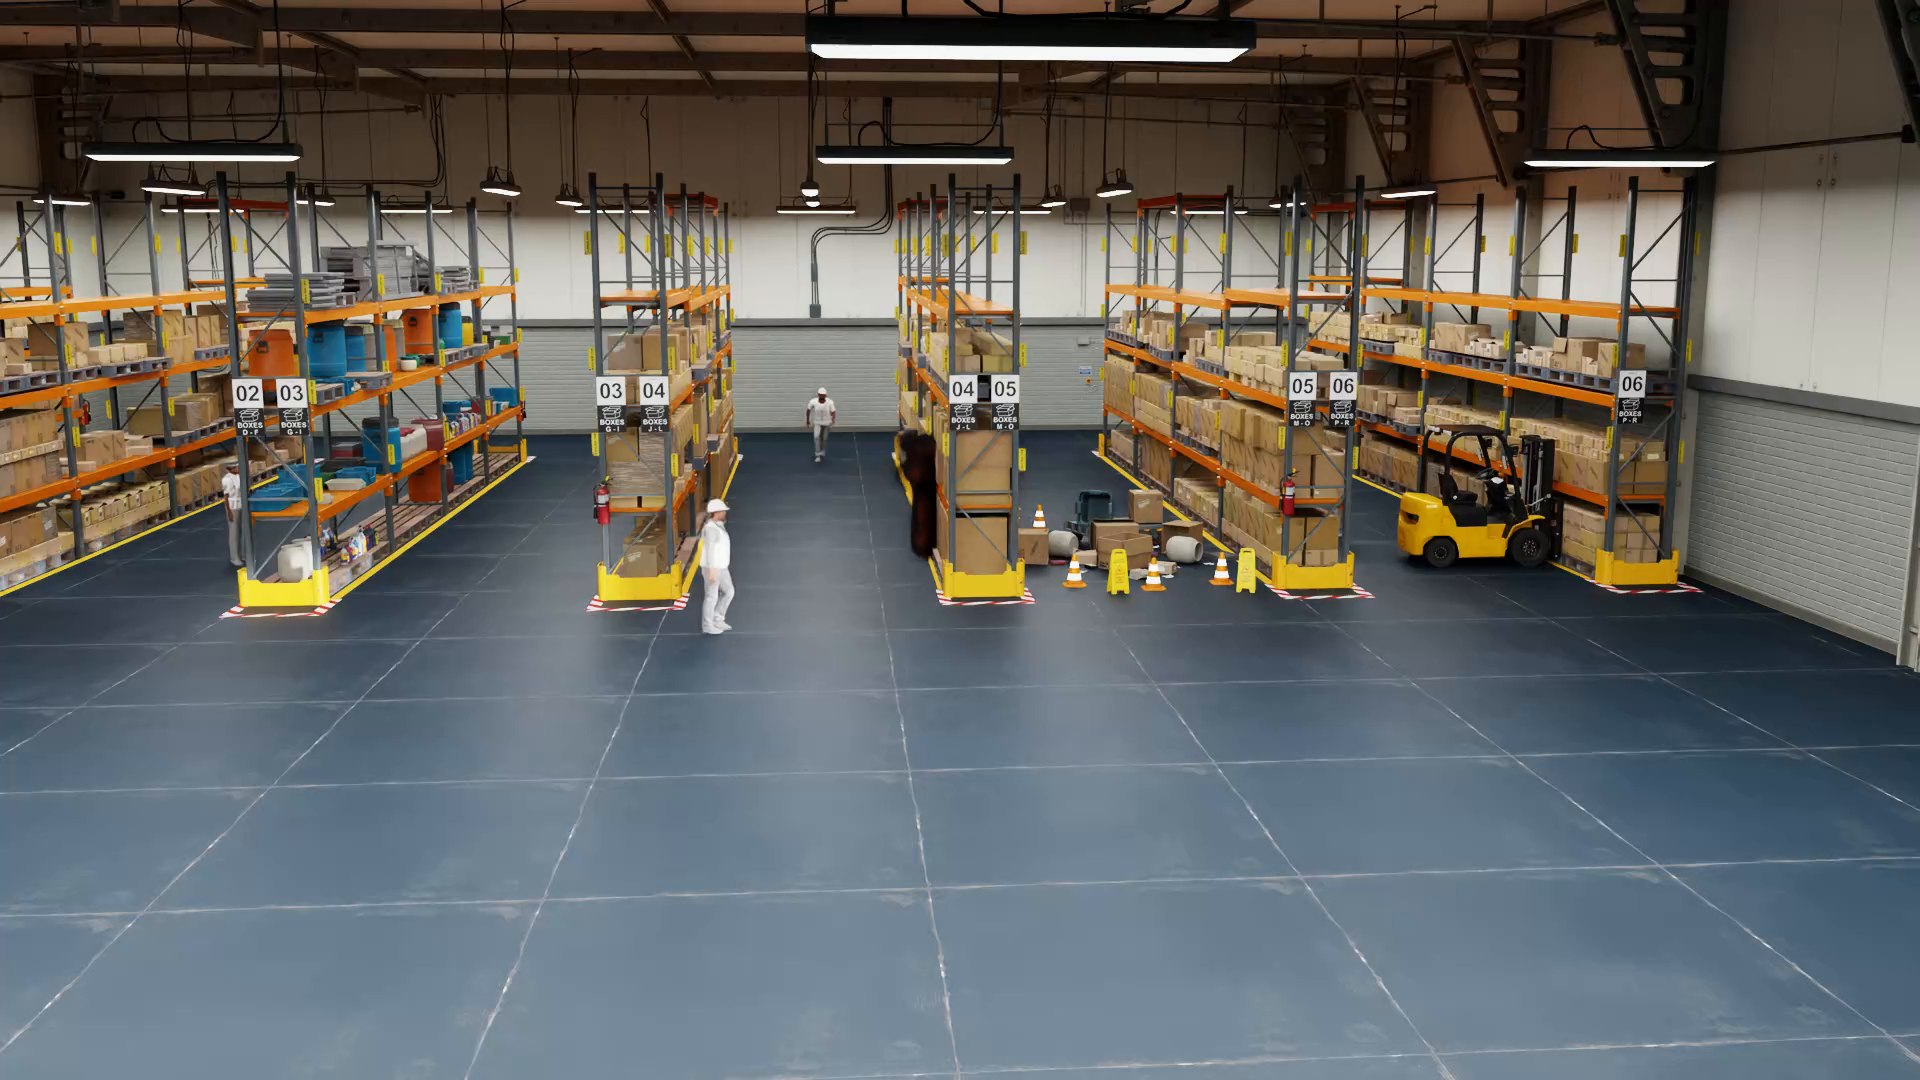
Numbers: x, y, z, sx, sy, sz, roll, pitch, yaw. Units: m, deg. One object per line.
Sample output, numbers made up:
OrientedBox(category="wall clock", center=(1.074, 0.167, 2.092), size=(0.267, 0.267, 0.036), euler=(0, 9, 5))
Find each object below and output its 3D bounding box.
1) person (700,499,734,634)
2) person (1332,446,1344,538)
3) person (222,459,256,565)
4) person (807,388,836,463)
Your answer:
OrientedBox(category="person", center=(-3.201, 0.354, 21.704), size=(0.421, 1.788, 0.639), euler=(1, 10, 5))
OrientedBox(category="person", center=(6.563, -0.838, 28.915), size=(0.342, 1.602, 0.485), euler=(5, 11, 24))
OrientedBox(category="person", center=(-11.507, -0.454, 26.590), size=(0.430, 1.696, 0.484), euler=(6, 12, 31))
OrientedBox(category="person", center=(-3.285, -2.744, 39.345), size=(0.690, 1.738, 1.003), euler=(-1, 10, -5))
